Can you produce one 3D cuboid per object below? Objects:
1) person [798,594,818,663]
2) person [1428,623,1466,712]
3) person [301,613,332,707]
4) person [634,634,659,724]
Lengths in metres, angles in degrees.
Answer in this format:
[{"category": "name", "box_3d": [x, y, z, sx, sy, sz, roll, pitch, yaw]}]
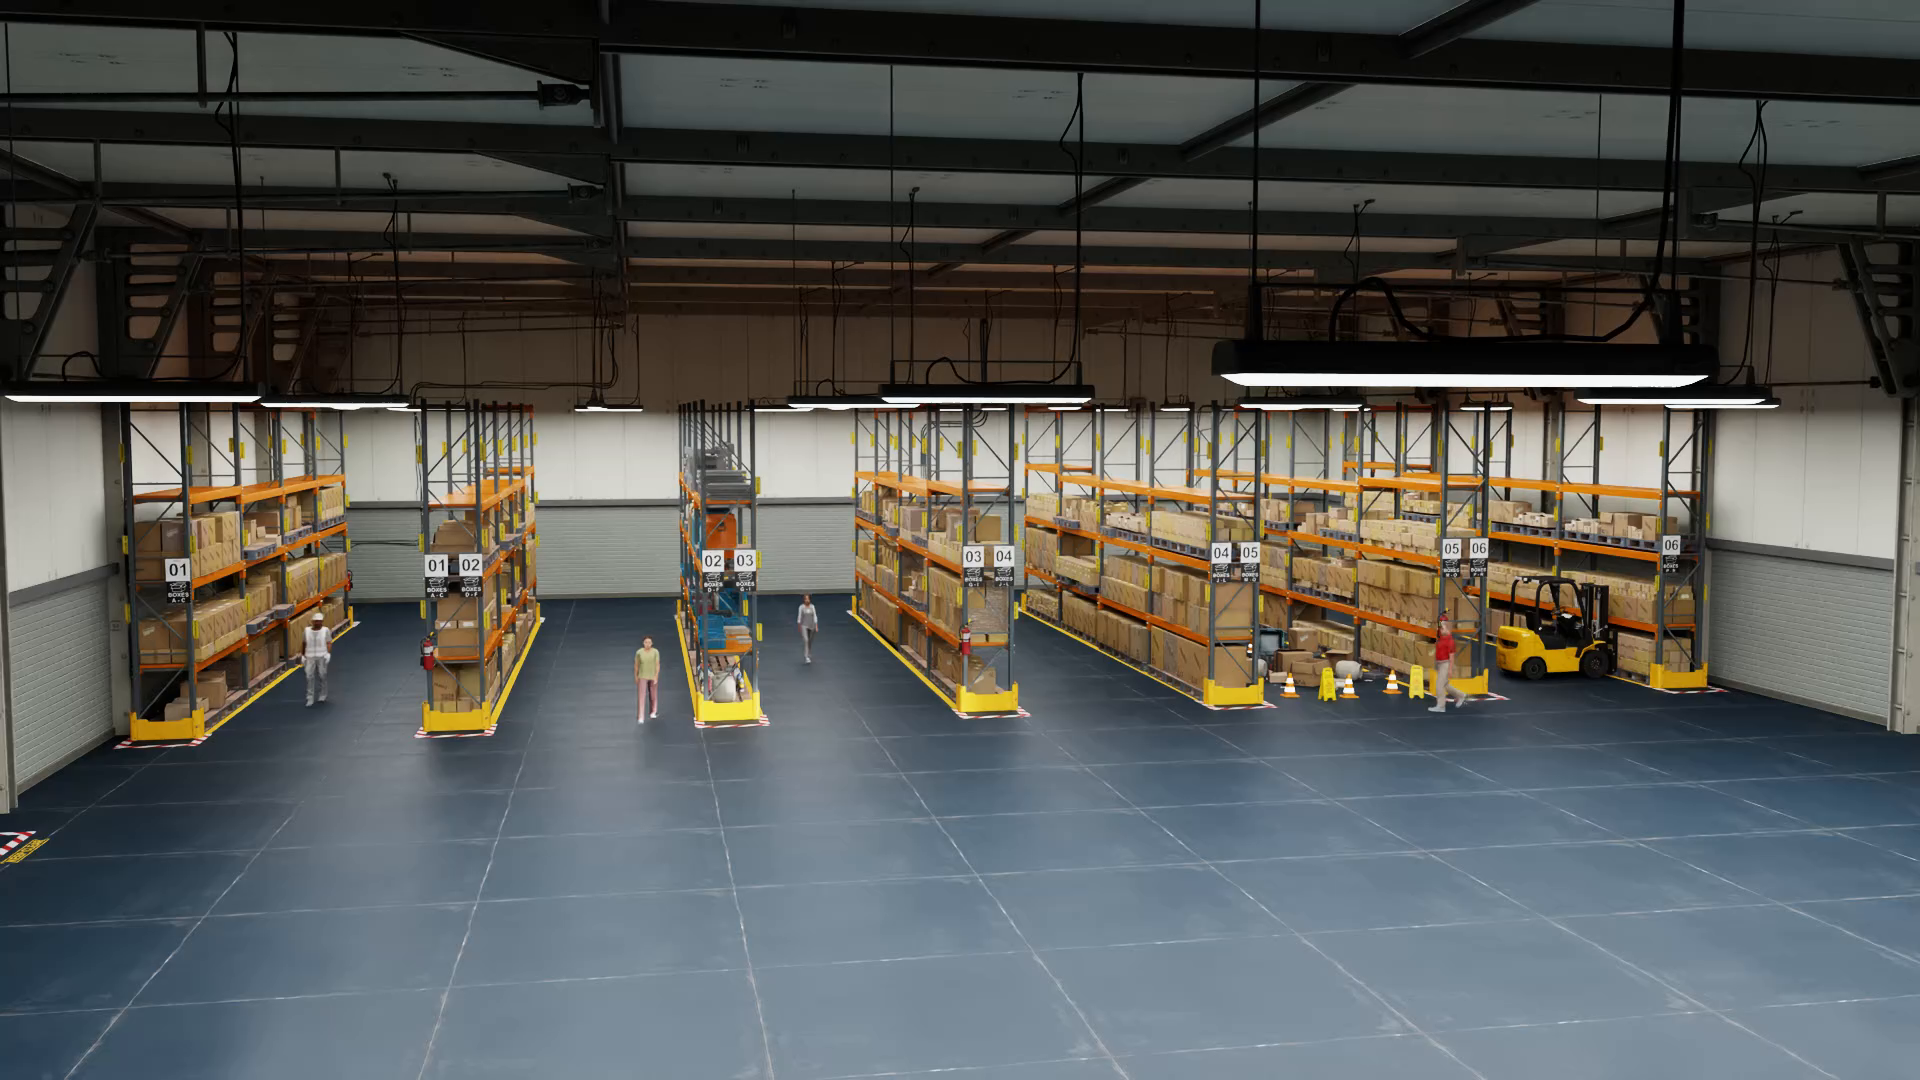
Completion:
[{"category": "person", "box_3d": [-3.523, 2.027, 38.465, 0.435, 1.538, 0.972, -1, 5, -17]}, {"category": "person", "box_3d": [9.388, 2.443, 31.957, 0.786, 1.698, 0.547, 0, 4, 0]}, {"category": "person", "box_3d": [-12.762, 2.359, 32.937, 0.586, 1.786, 0.730, -1, 5, -18]}, {"category": "person", "box_3d": [-5.824, 2.571, 30.931, 0.483, 1.633, 0.927, -2, 5, -20]}]
